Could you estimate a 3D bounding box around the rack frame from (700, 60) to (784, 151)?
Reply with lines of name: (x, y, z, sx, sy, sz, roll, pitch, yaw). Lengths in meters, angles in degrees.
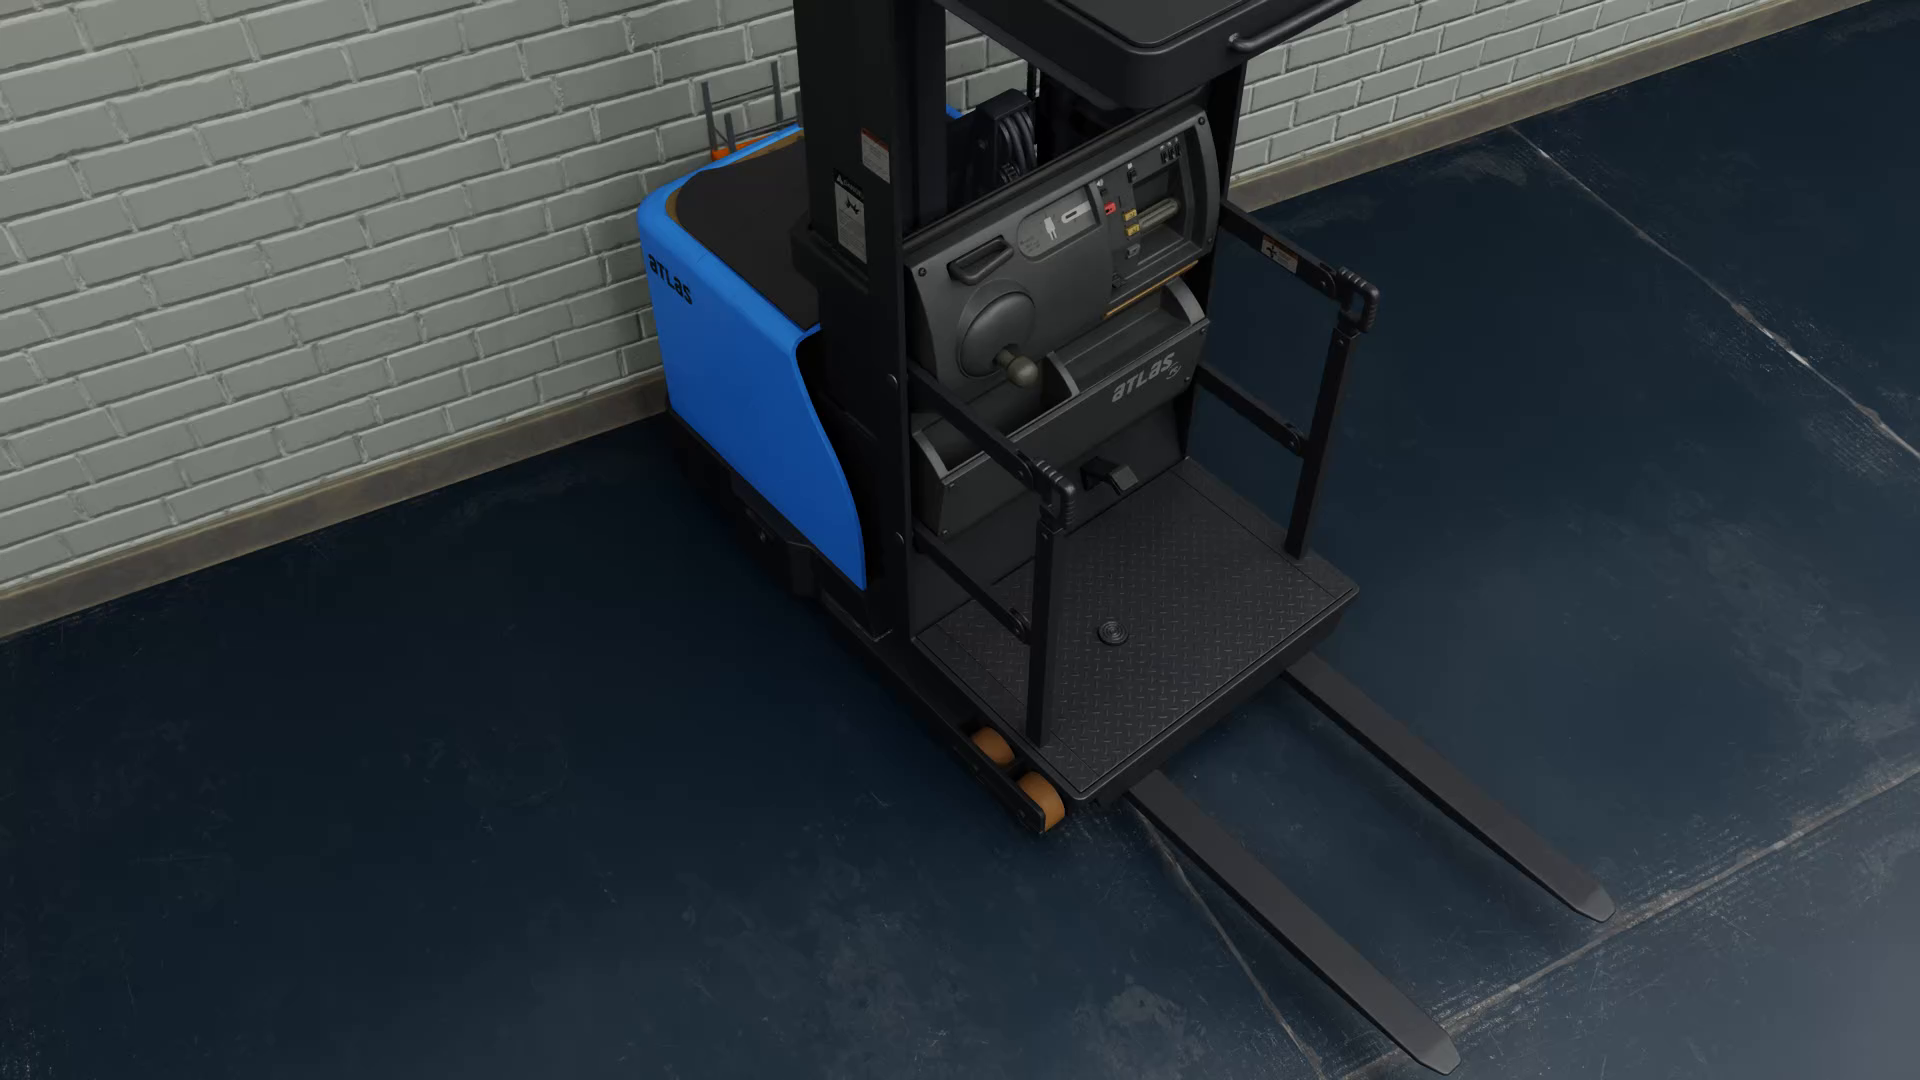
rack frame: (-0.637, -0.978, 5.328, 0.240, 1.200, 0.006, -22, 52, -17)

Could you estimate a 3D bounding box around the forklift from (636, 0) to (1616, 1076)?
forklift: (0.407, -0.604, 3.831, 1.130, 2.935, 3.031, -33, 56, -25)

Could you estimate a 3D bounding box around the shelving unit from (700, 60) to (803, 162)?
shelving unit: (-0.595, -0.918, 5.273, 0.258, 1.200, 0.189, -22, 52, -17)

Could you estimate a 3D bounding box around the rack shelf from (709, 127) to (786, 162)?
rack shelf: (-0.602, -1.127, 5.036, 0.258, 0.103, 0.180, -22, 52, -17)

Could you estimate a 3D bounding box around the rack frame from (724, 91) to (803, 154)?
rack frame: (-0.553, -0.858, 5.219, 0.240, 1.200, 0.006, -22, 52, -17)
